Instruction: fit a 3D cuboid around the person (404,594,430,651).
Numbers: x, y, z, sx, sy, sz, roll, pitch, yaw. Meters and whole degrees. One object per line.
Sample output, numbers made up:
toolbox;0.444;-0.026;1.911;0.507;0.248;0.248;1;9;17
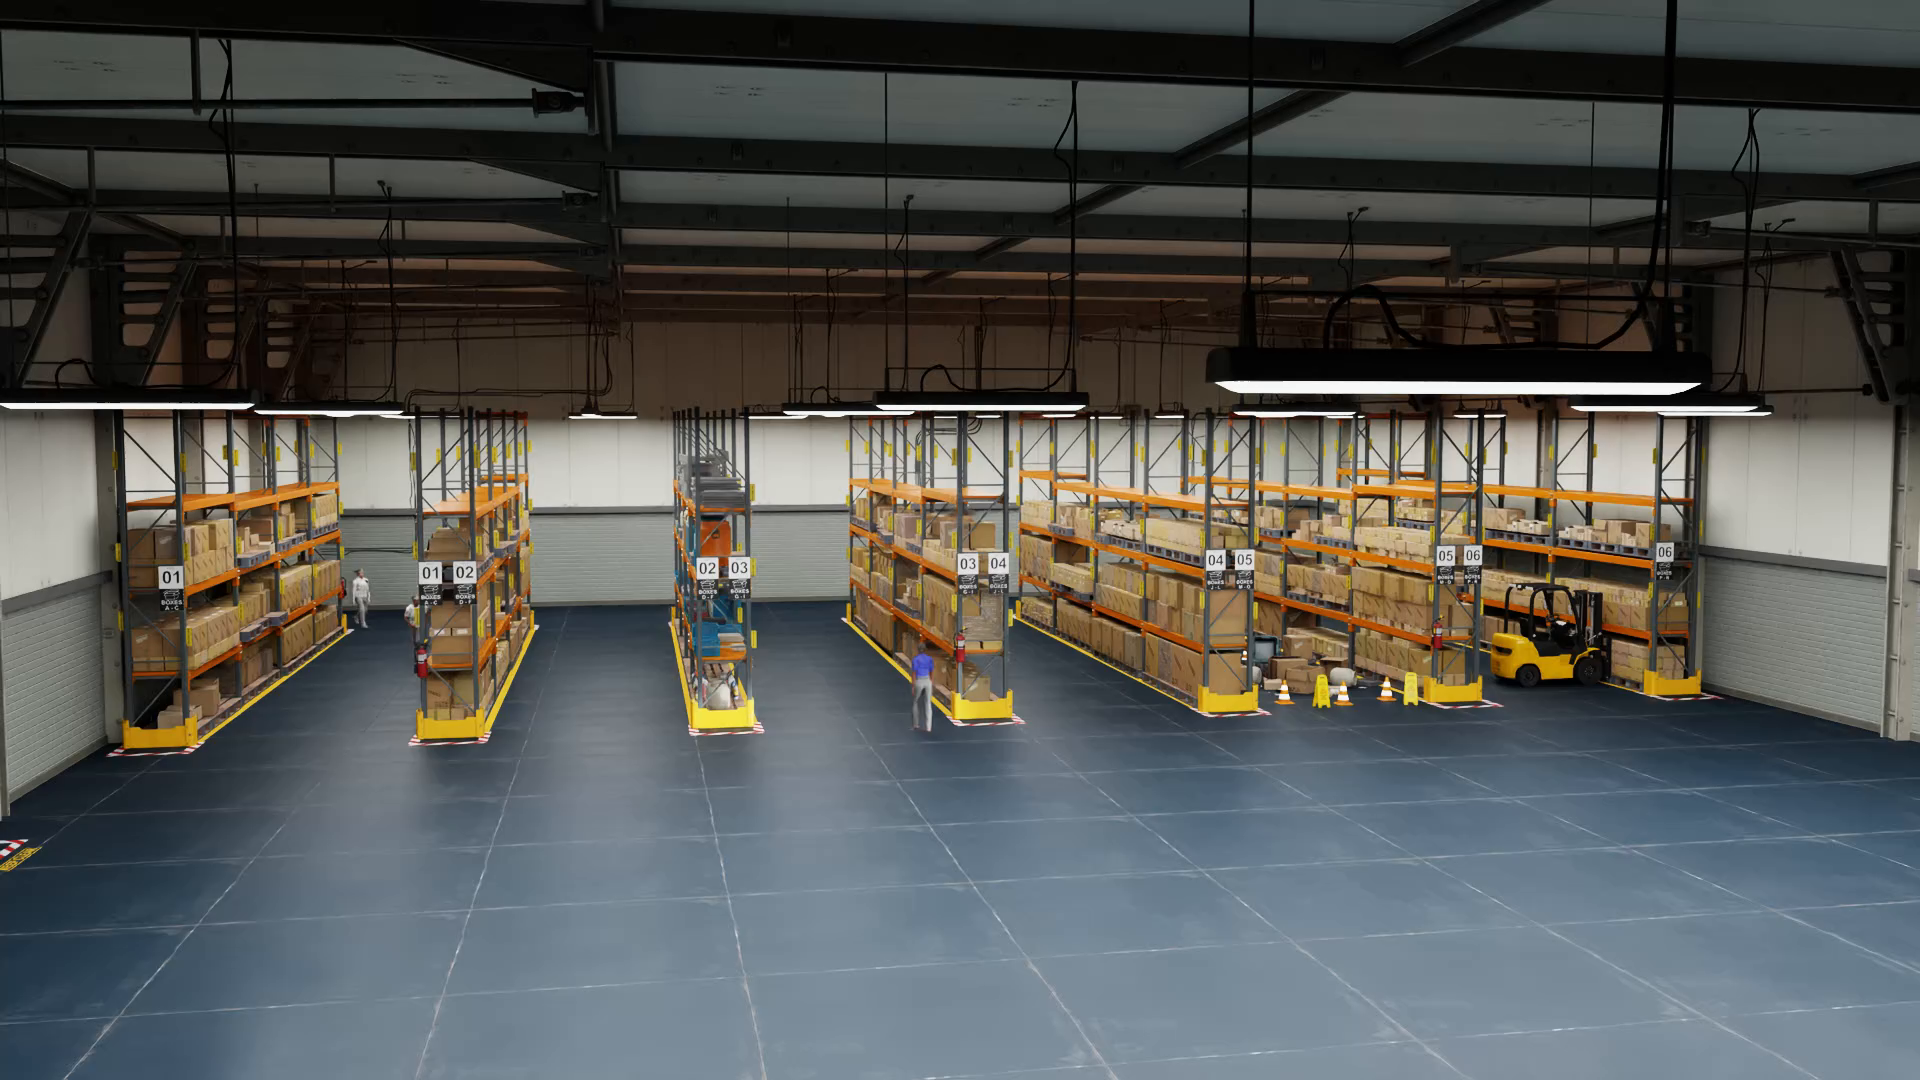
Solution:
person;-13.066;2.082;40.048;0.526;1.597;0.734;0;4;-2

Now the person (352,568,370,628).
person;-16.640;1.594;46.159;0.717;1.659;0.491;3;5;35

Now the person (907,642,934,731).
person;-0.692;2.737;30.766;0.485;1.697;0.612;-2;4;-23
